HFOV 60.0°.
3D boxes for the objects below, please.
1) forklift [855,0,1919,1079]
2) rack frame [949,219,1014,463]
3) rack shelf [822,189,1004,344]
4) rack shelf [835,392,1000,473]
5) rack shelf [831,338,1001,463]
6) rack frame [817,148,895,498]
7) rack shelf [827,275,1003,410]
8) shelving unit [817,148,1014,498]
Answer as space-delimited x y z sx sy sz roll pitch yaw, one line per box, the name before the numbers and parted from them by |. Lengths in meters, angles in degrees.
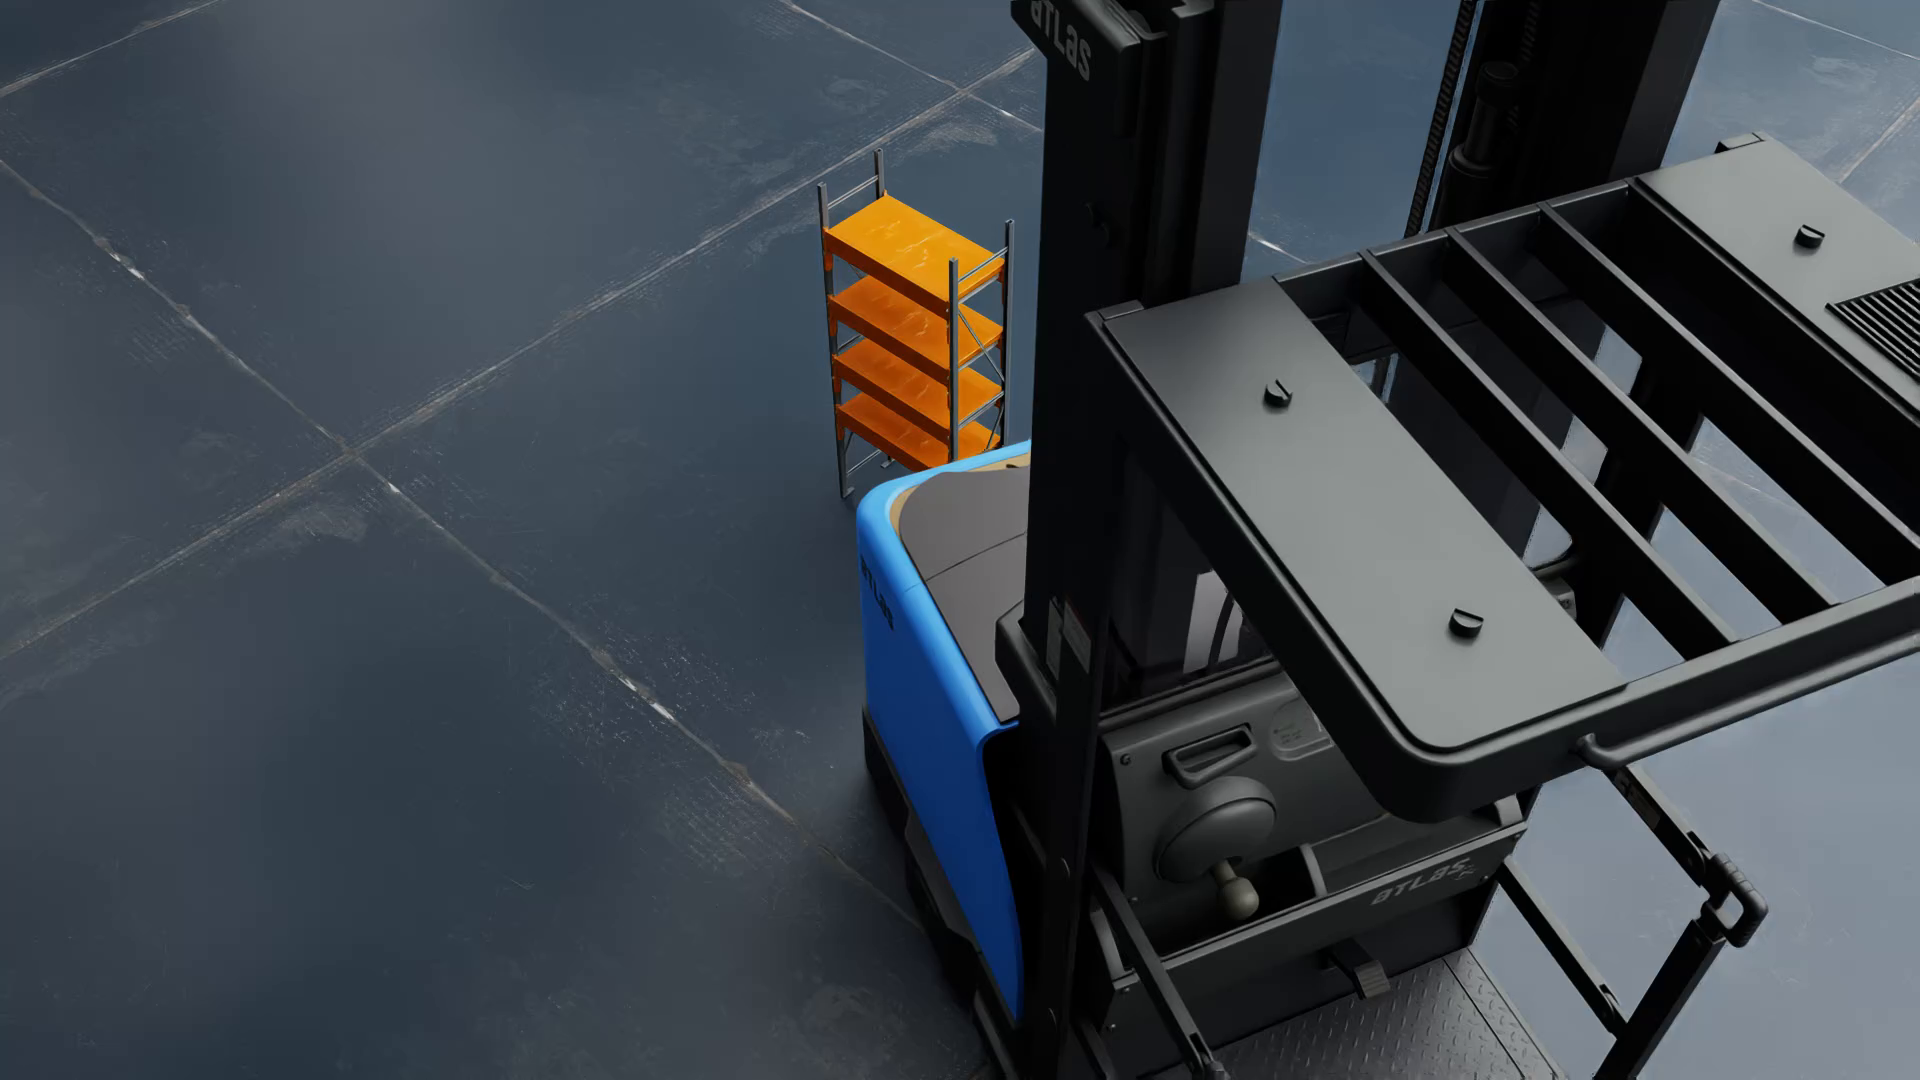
forklift | 0.774 0.470 2.798 1.130 2.935 3.031 -17 49 -15
rack frame | 0.058 -0.372 4.776 0.015 1.200 0.240 34 55 28
rack shelf | -0.122 -0.762 4.603 0.480 0.148 0.258 34 55 28
rack shelf | -0.122 -0.311 5.083 0.480 0.148 0.258 34 55 28
rack shelf | -0.122 -0.446 4.938 0.480 0.148 0.258 34 55 28
rack frame | -0.301 -0.613 5.003 0.015 1.200 0.240 34 55 28
rack shelf | -0.122 -0.600 4.775 0.480 0.148 0.258 34 55 28
shelving unit | -0.122 -0.493 4.889 0.503 1.200 0.258 34 55 28
